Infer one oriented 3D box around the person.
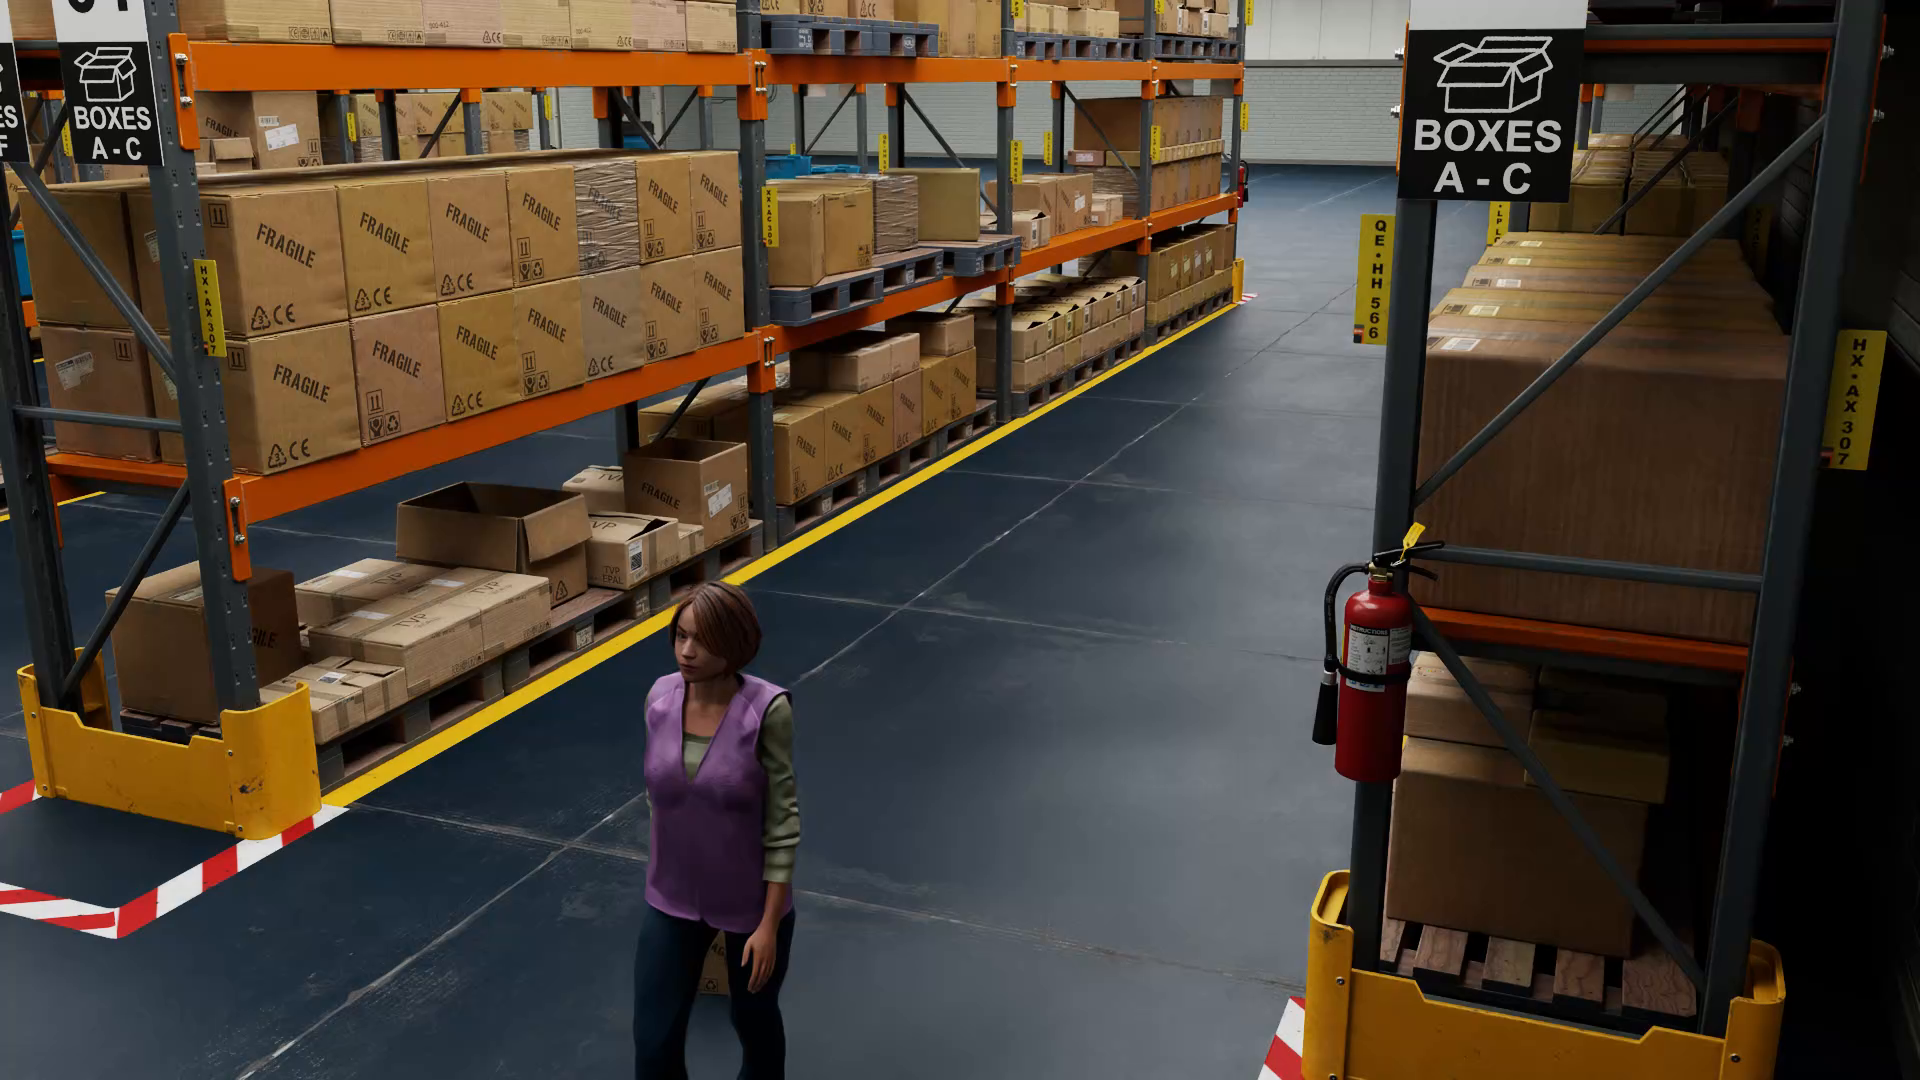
[{"bbox_3d":[-0.567,0.895,3.873,0.415,1.624,0.701,3,16,10],"label":"person"}]
